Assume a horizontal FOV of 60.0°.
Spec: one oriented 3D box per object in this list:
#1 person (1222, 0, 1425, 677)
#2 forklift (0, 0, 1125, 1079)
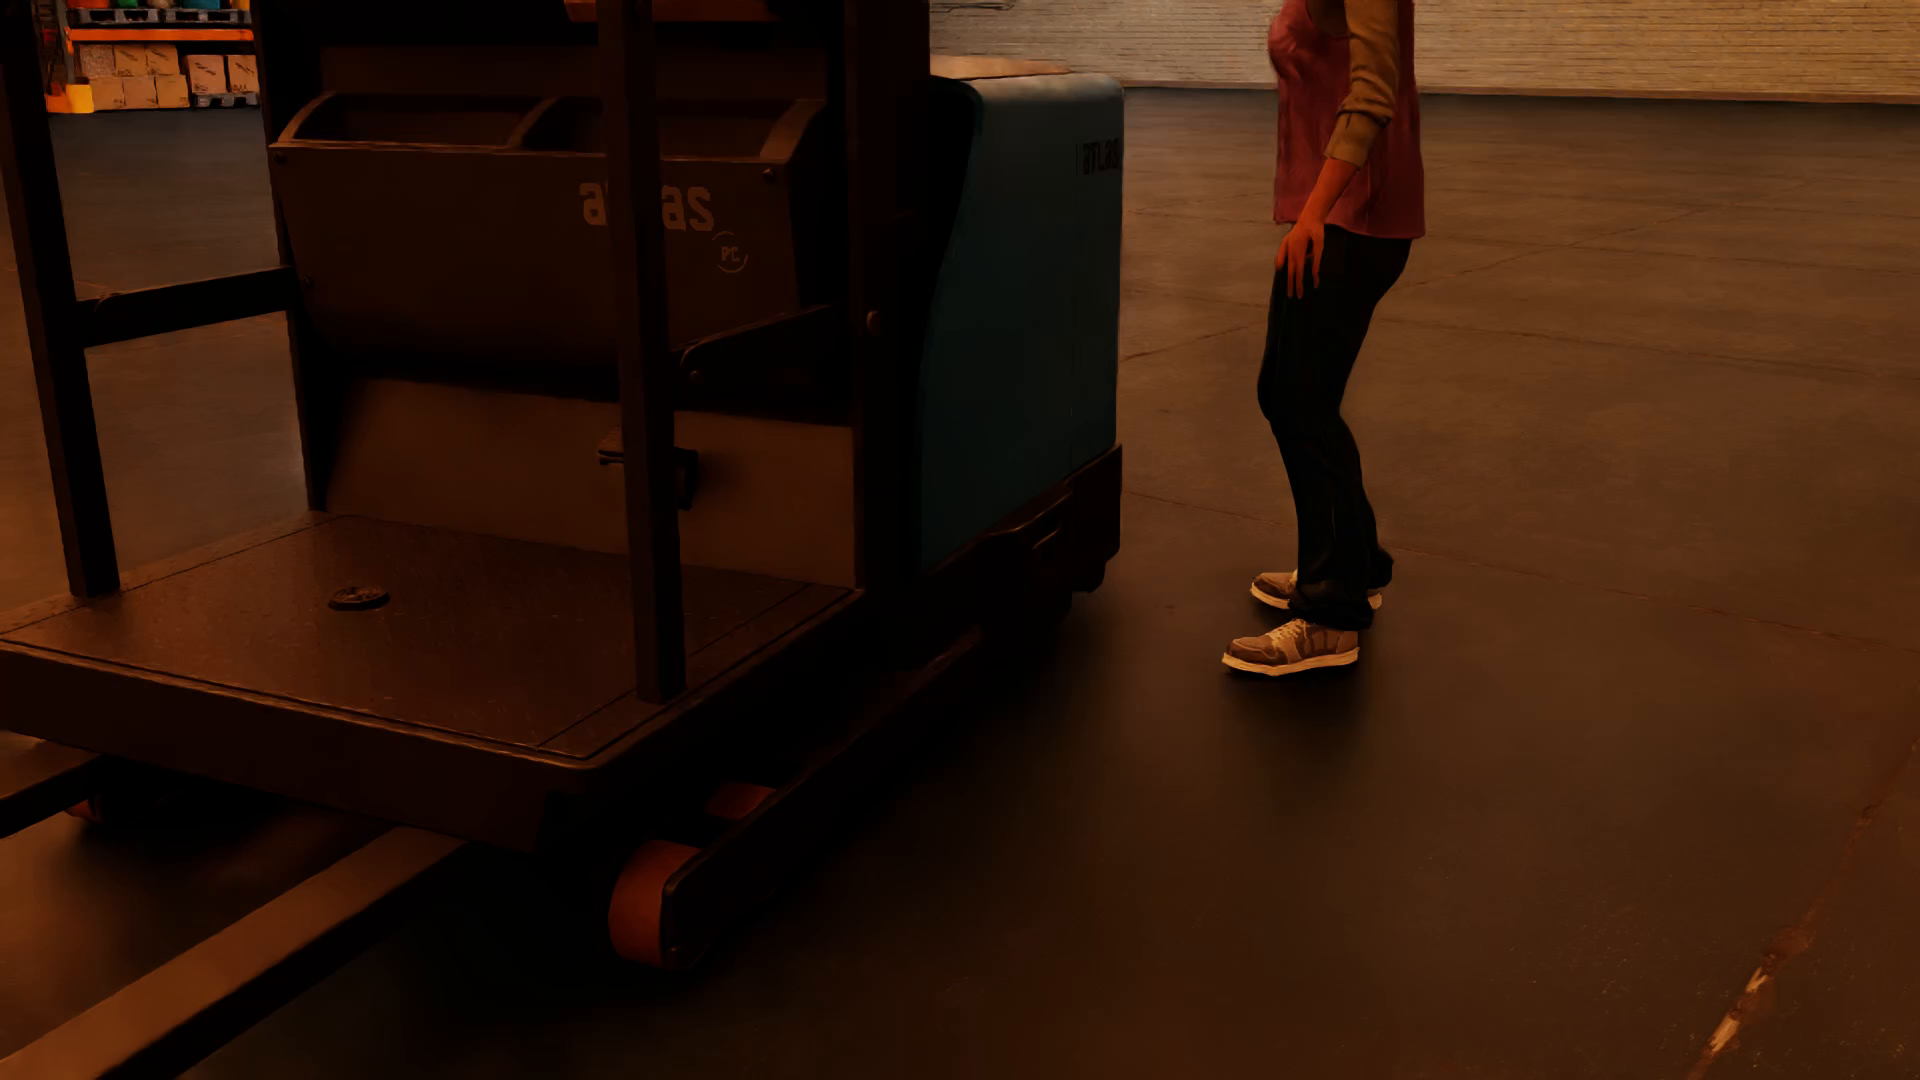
[{"bbox_3d":[0.699,-0.580,3.157,0.357,1.570,0.650,2,17,6],"label":"person"},{"bbox_3d":[-0.714,-0.993,2.166,1.130,2.935,3.031,7,18,23],"label":"forklift"}]
